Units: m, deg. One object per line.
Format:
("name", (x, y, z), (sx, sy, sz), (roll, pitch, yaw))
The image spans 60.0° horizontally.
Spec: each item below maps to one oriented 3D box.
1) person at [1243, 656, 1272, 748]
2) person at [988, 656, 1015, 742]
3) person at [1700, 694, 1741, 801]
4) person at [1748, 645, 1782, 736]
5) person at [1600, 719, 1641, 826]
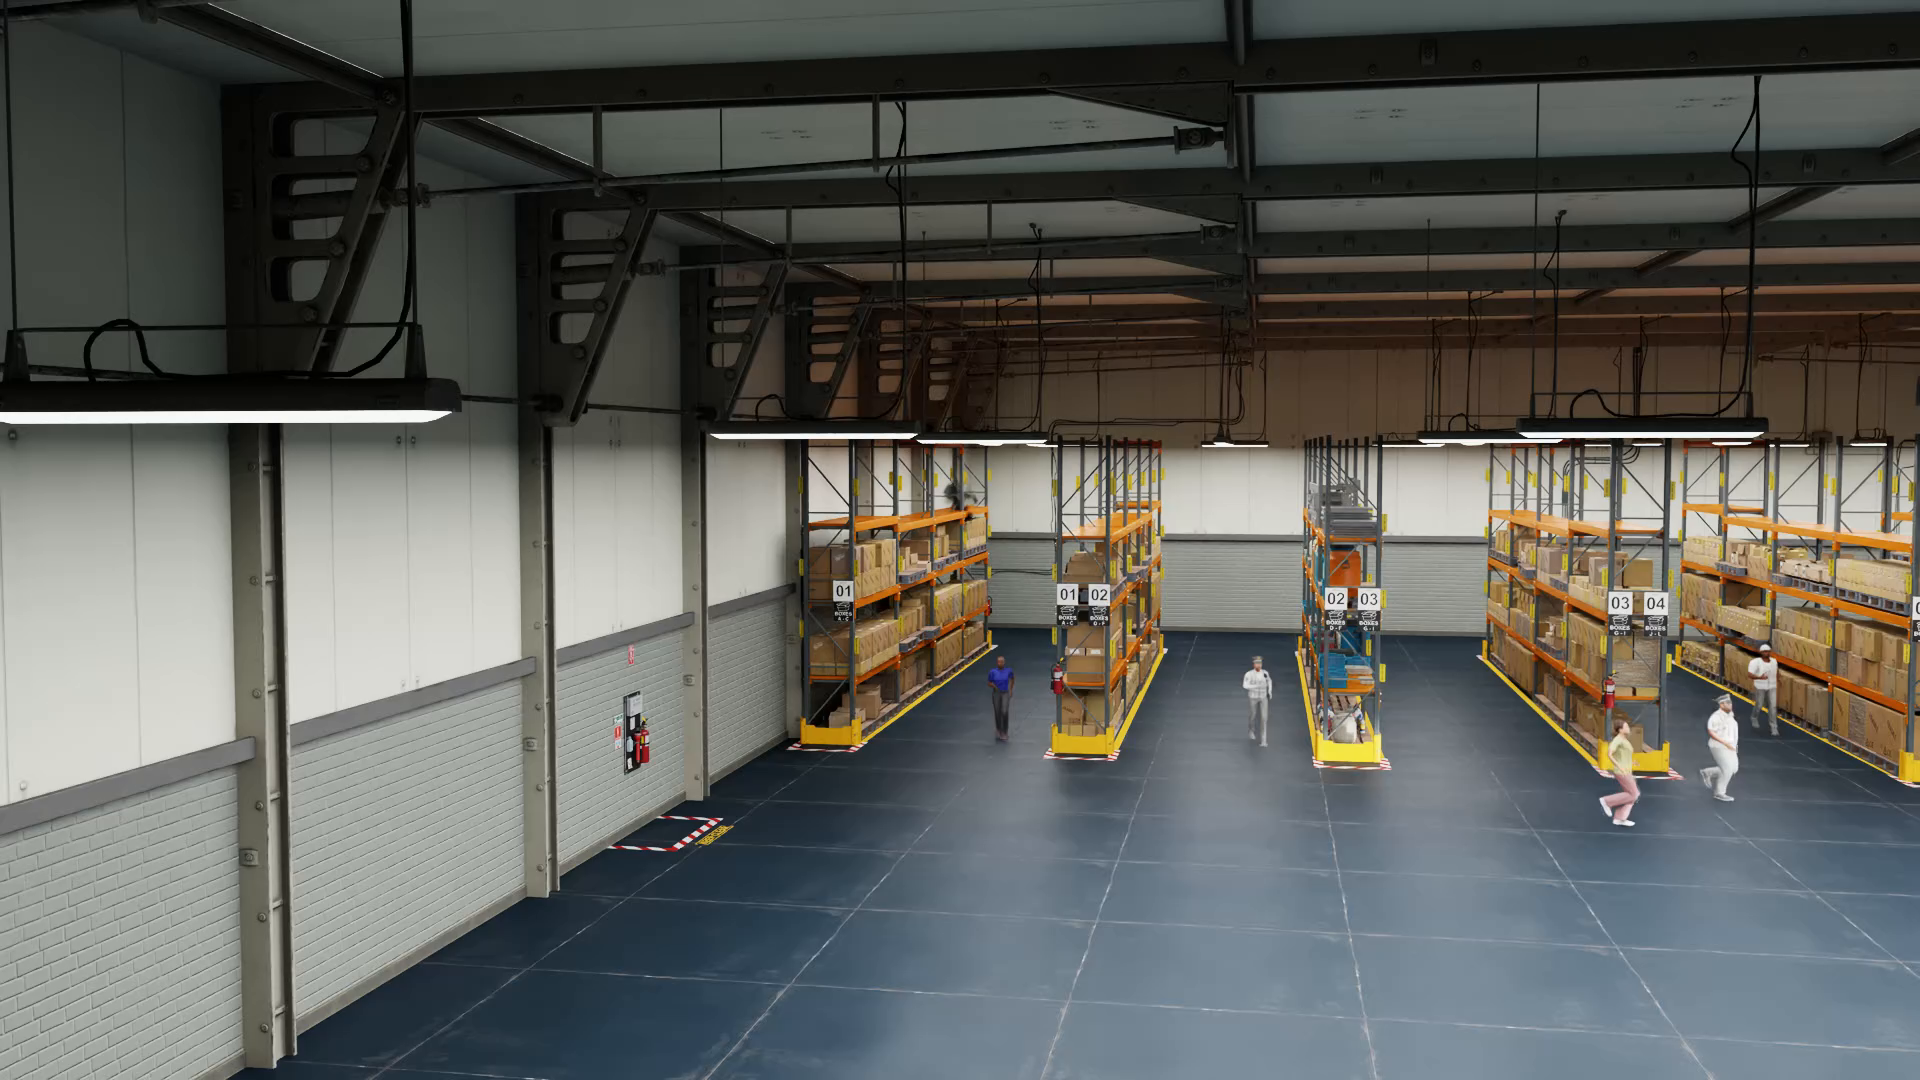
("person", (5.796, 3.114, 32.366), (0.590, 1.736, 0.823), (0, 3, 1))
("person", (0.809, 3.176, 32.896), (0.518, 1.596, 0.782), (0, 3, 8))
("person", (12.476, 3.381, 27.272), (0.671, 1.752, 0.658), (-2, 4, -37))
("person", (16.254, 2.994, 33.572), (0.692, 1.774, 0.975), (0, 3, 5))
("person", (10.075, 3.539, 25.353), (0.558, 1.620, 0.580), (2, 4, 30))
